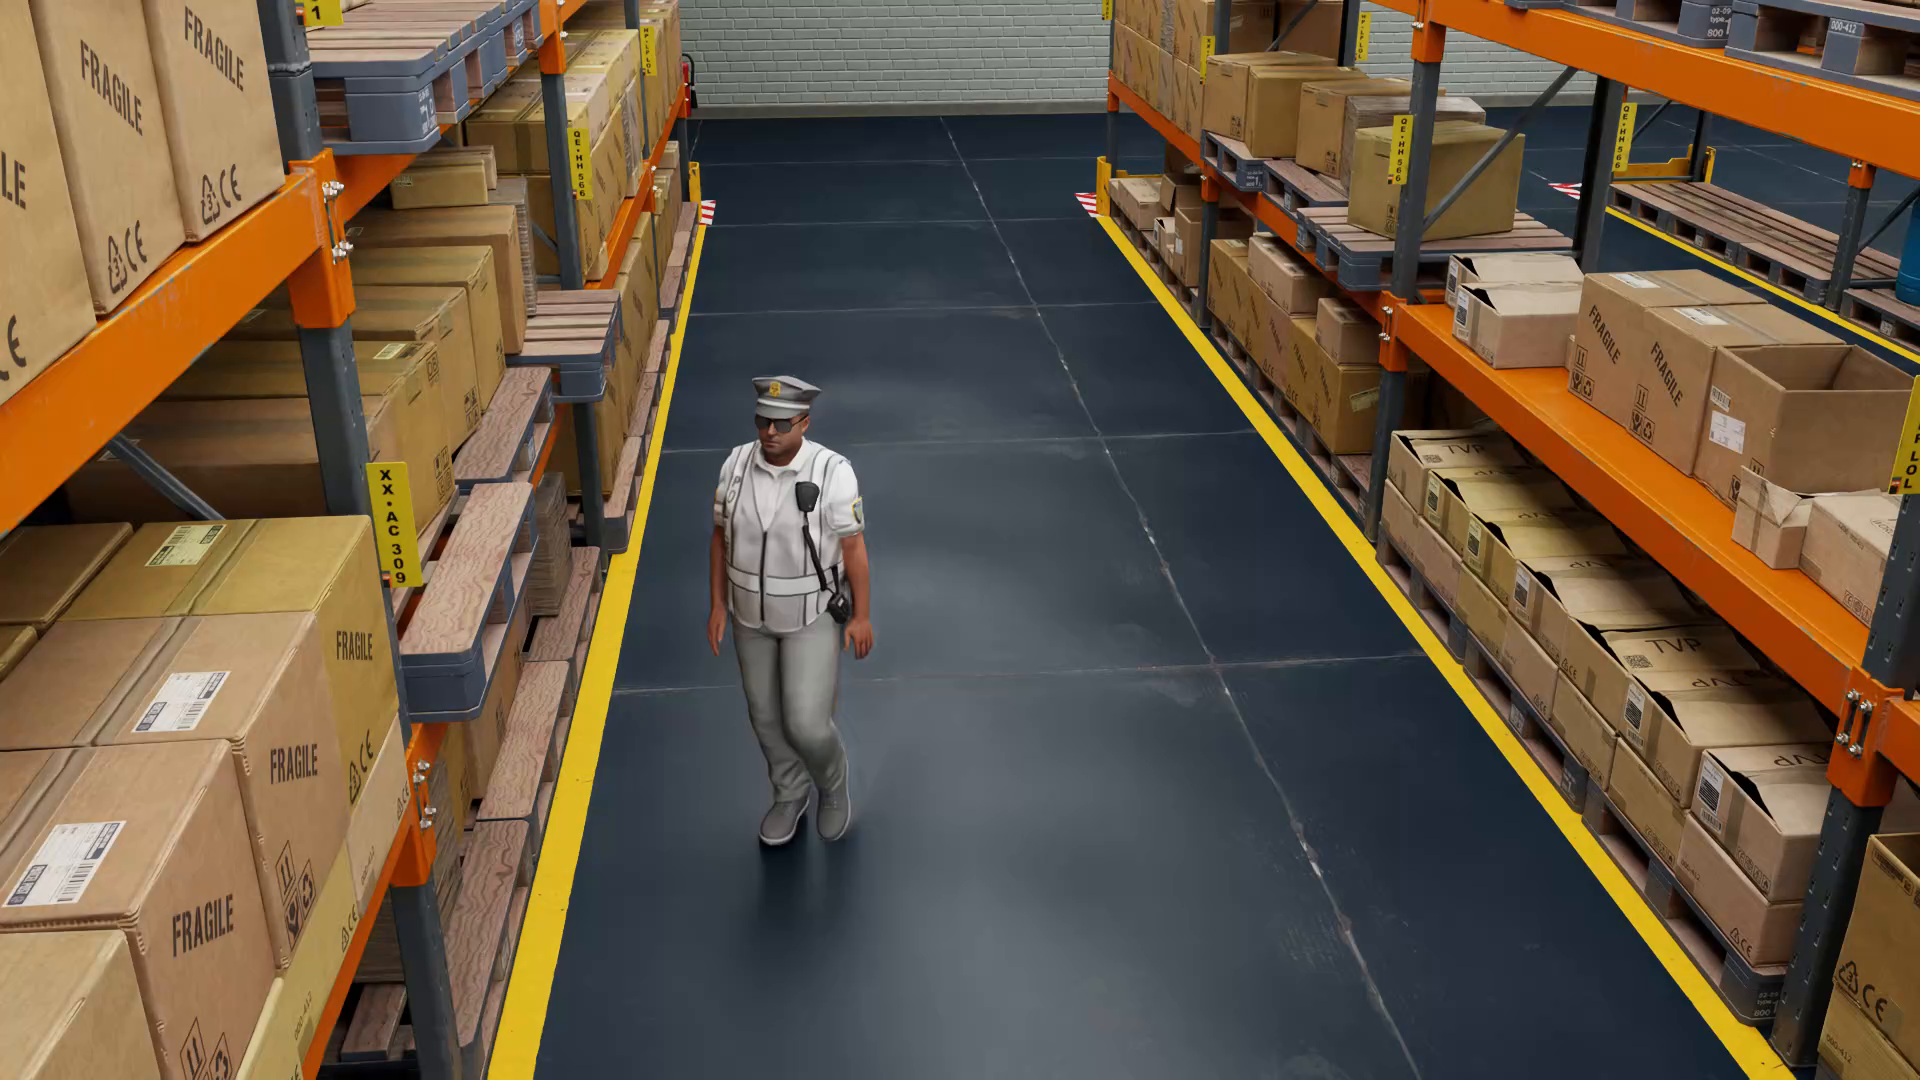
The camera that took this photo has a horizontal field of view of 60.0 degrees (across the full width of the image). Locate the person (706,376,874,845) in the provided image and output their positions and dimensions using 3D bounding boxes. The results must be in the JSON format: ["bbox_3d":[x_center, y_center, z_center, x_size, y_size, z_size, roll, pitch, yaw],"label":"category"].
[{"bbox_3d":[-0.634,0.289,5.910,0.589,1.802,0.474,8,25,17],"label":"person"}]
